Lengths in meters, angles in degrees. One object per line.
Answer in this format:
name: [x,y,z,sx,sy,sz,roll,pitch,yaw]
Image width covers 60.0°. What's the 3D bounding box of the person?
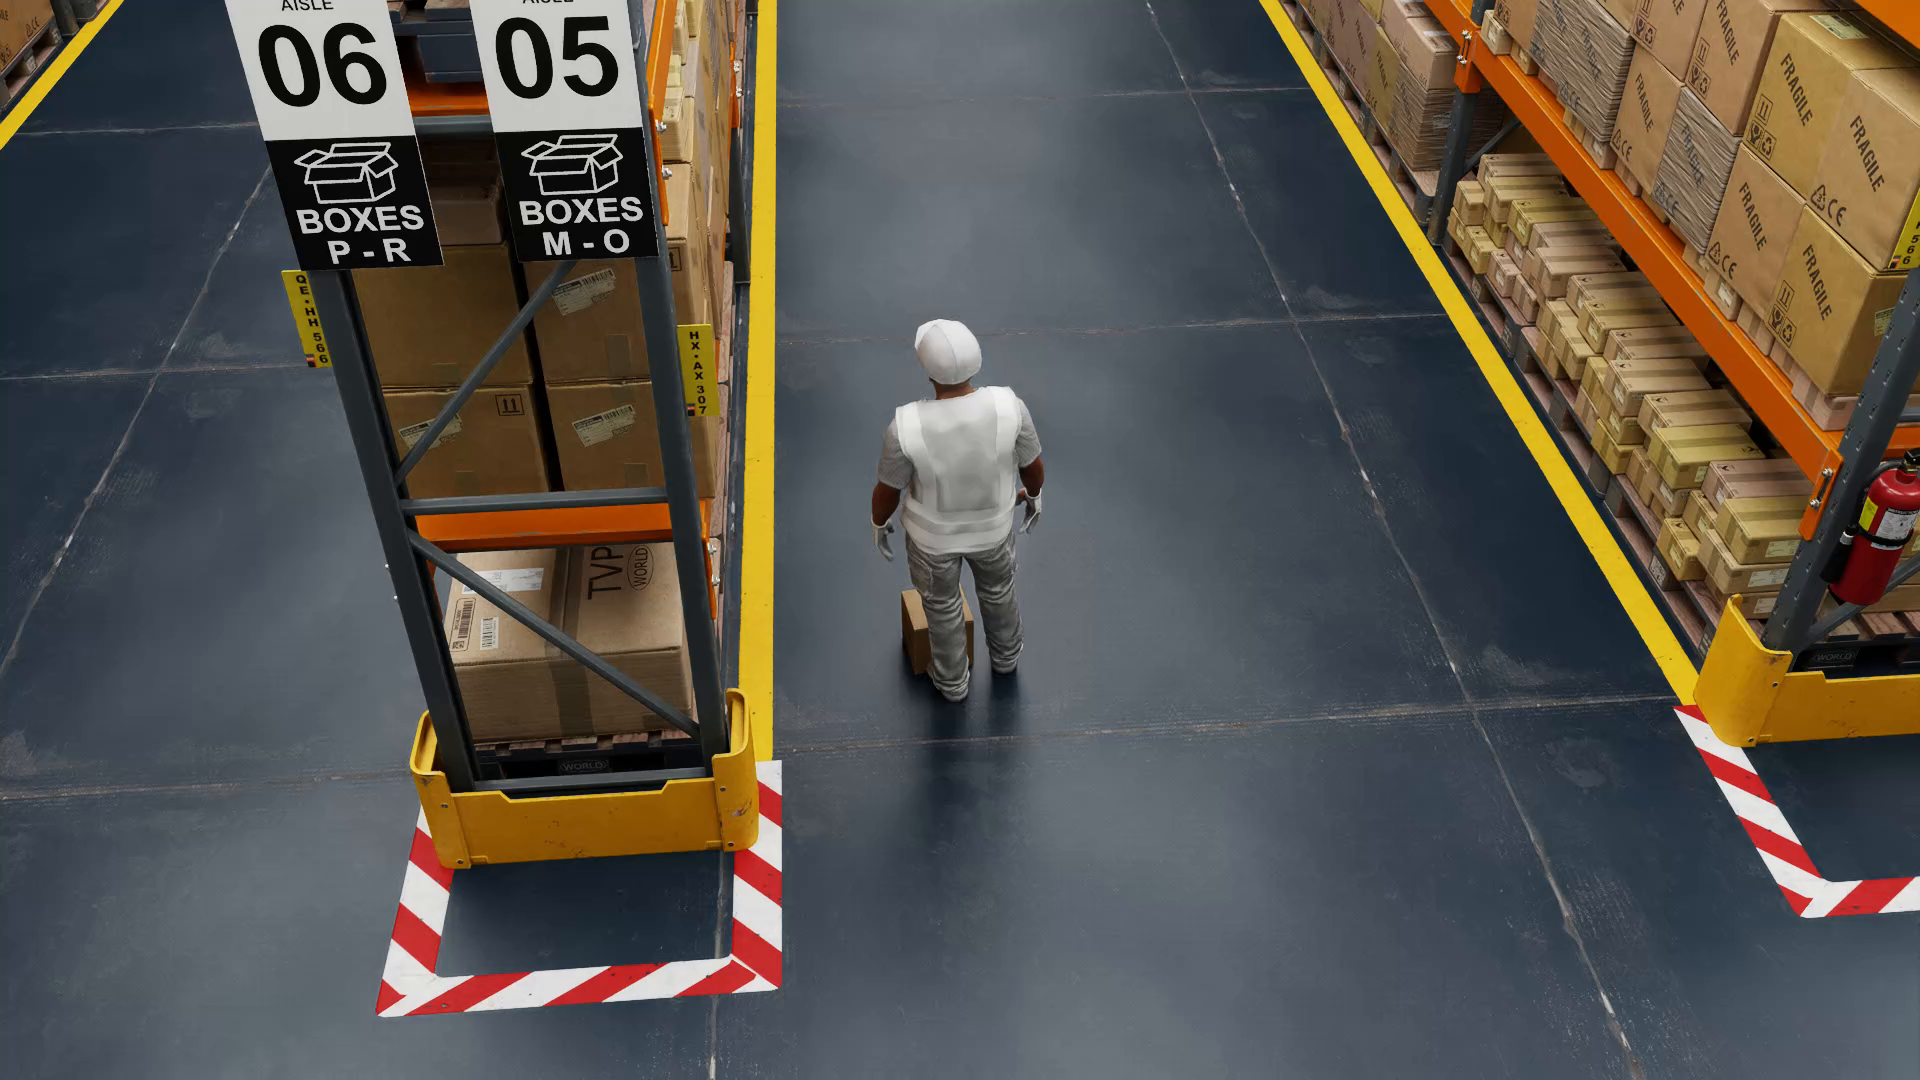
person: [-0.020,-0.120,6.273,0.656,1.782,0.576,-8,39,-9]
